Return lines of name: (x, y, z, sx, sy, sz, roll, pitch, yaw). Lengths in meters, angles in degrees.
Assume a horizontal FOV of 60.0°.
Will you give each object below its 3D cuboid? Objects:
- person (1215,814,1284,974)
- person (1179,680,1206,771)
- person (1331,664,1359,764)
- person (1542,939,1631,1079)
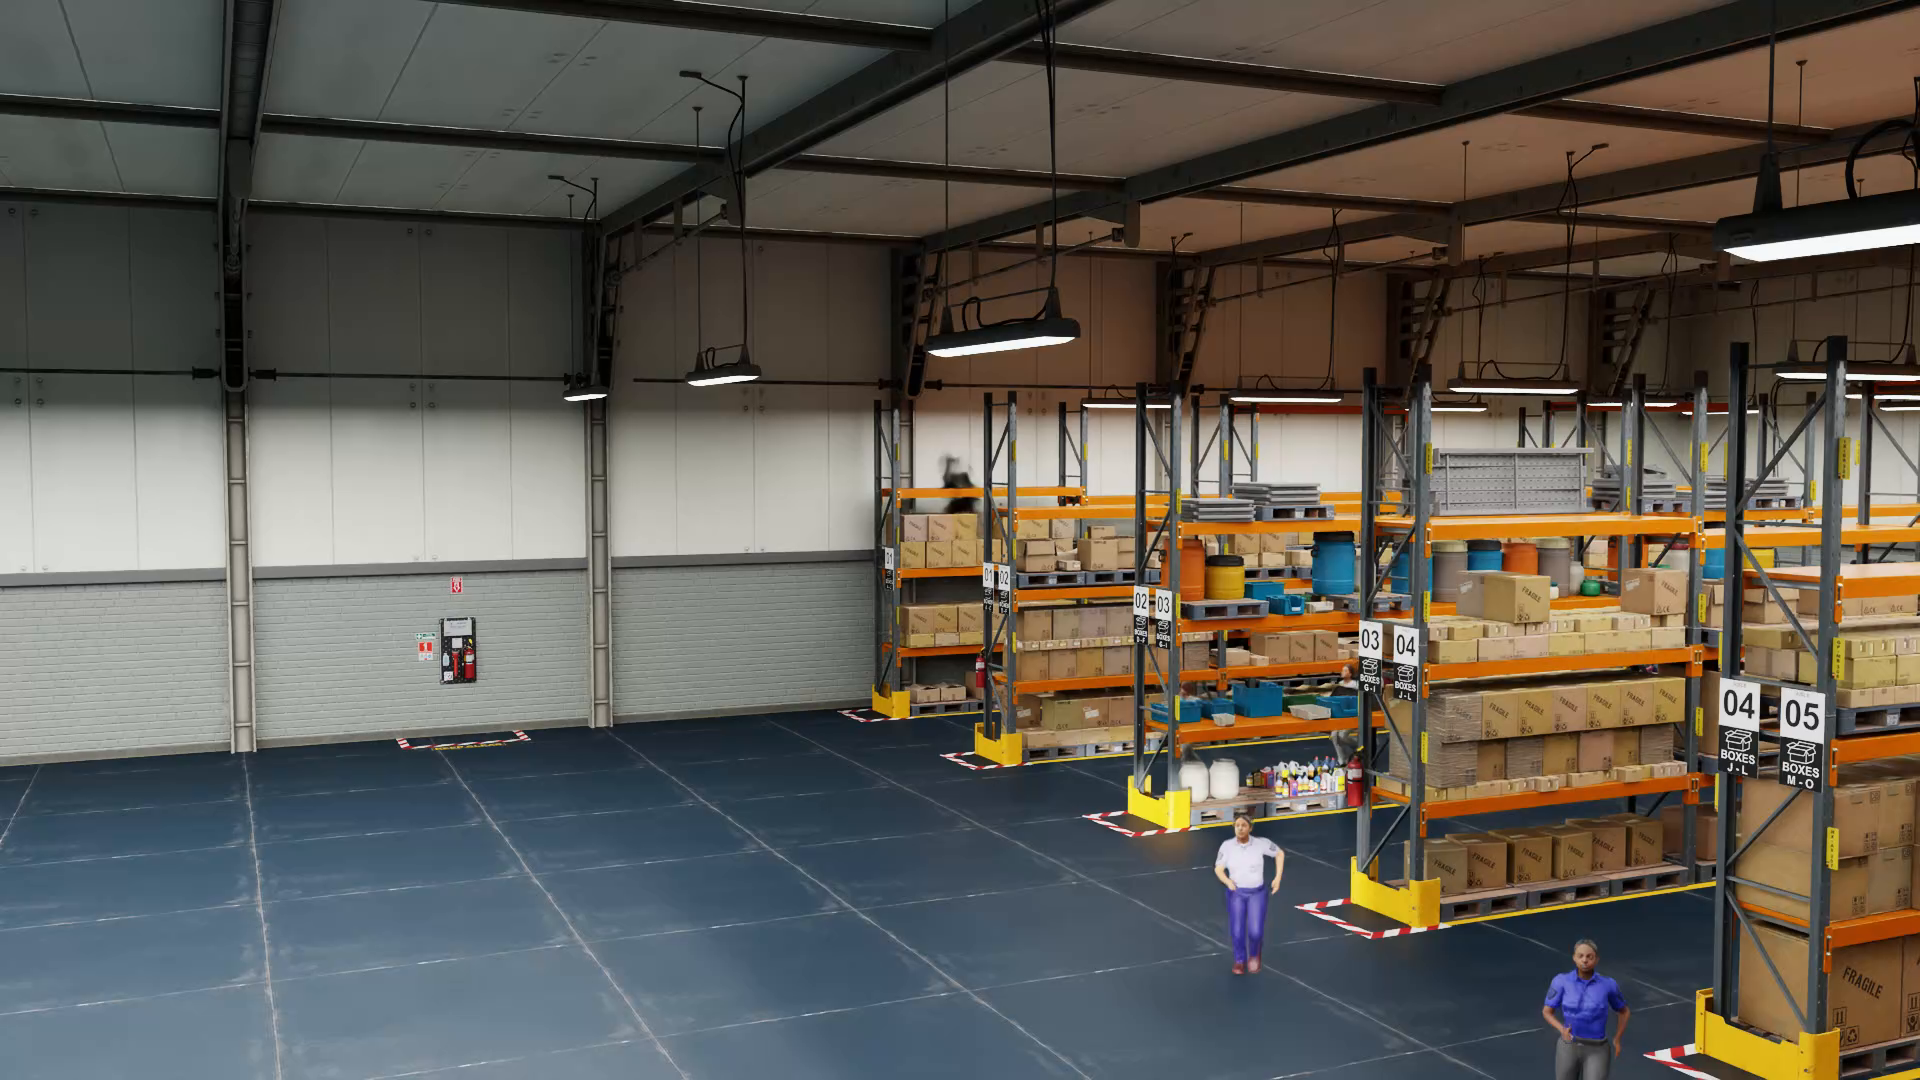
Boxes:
person: (2.762, 3.425, 15.951, 0.625, 1.602, 0.753, 1, 3, 18)
person: (3.406, 2.920, 24.860, 0.744, 1.608, 0.528, -2, 4, -30)
person: (6.204, 2.798, 26.689, 0.591, 1.619, 0.561, -2, 4, -32)
person: (4.472, 3.657, 11.893, 0.590, 1.617, 0.790, 1, 4, 22)
